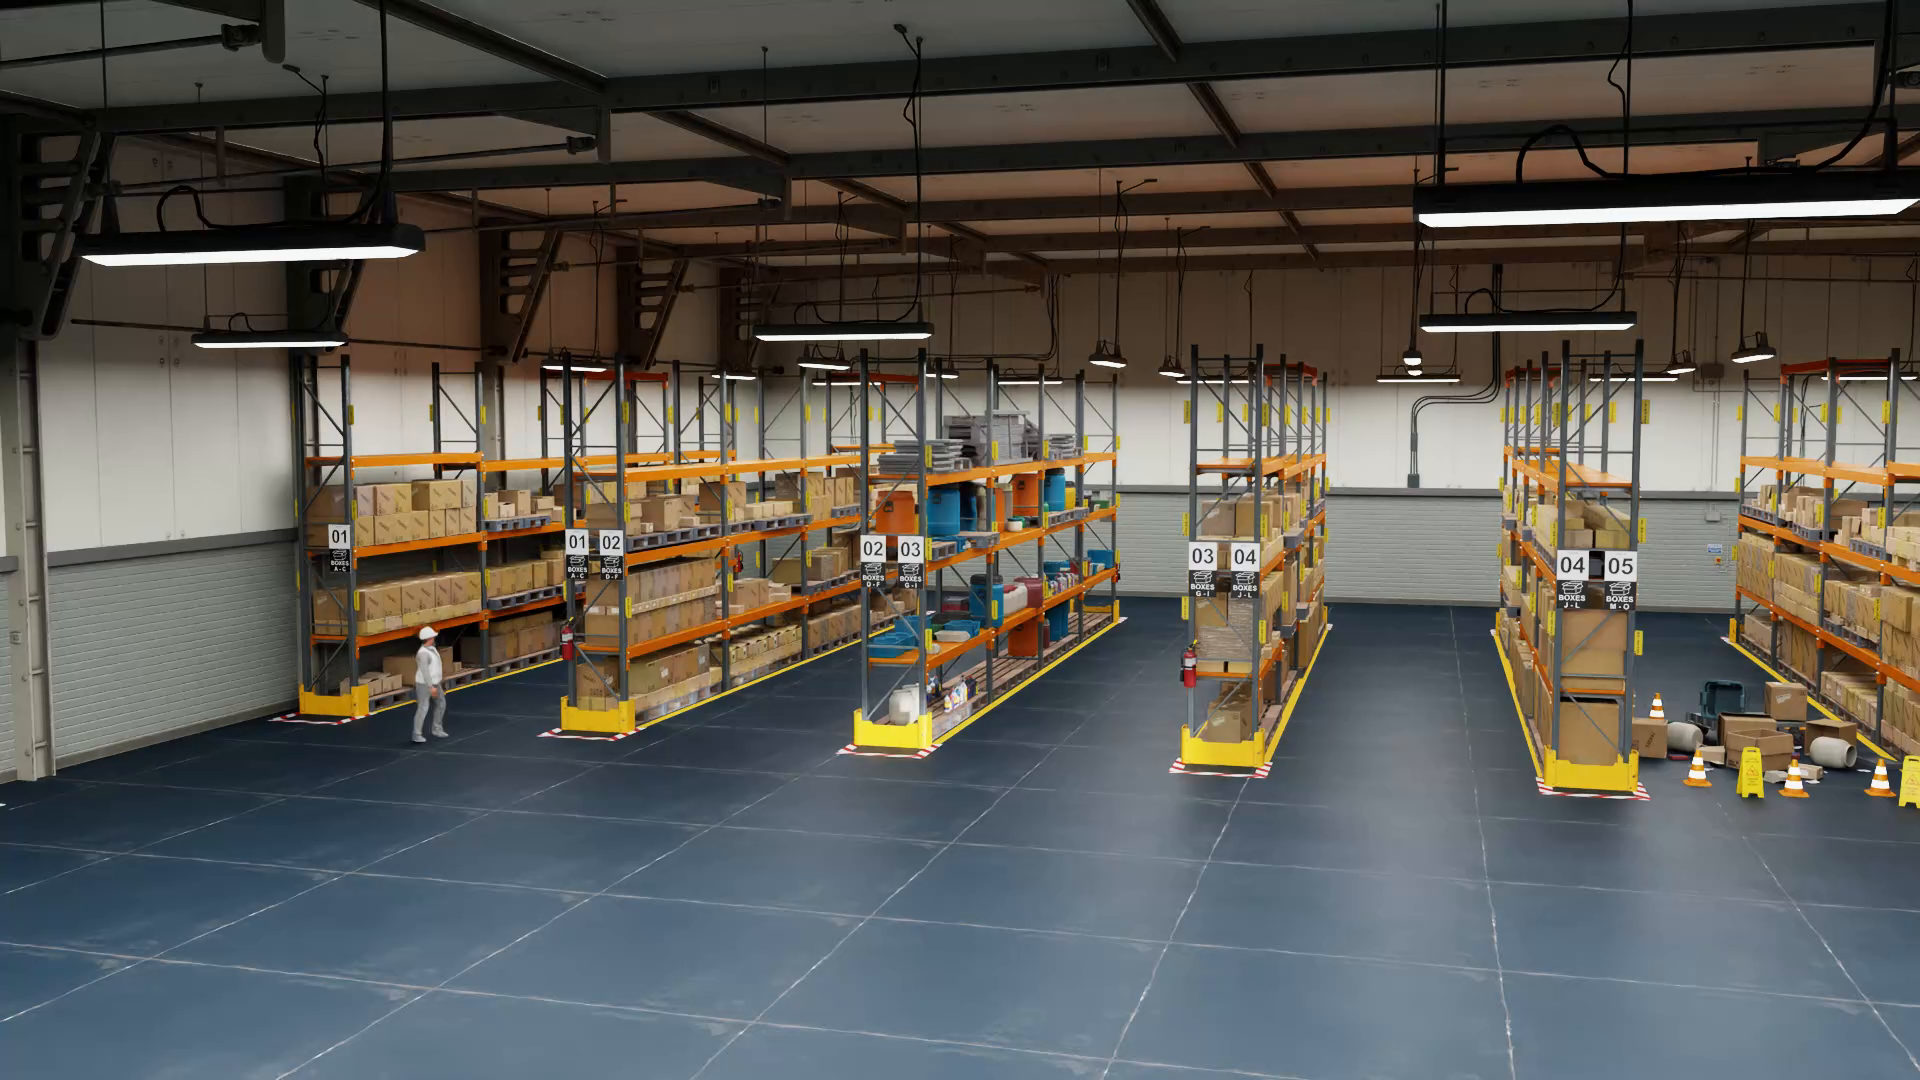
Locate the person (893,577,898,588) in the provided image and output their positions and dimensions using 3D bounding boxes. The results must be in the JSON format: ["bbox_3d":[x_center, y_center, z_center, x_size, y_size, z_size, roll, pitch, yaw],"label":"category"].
[{"bbox_3d":[-1.553,0.751,44.975,0.541,1.718,0.495,-3,5,-31],"label":"person"}]

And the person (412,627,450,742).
[{"bbox_3d":[-8.172,2.222,25.640,0.493,1.798,0.675,0,4,5],"label":"person"}]

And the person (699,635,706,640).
[{"bbox_3d":[-5.515,1.566,34.451,0.784,1.746,1.003,1,4,16],"label":"person"}]
